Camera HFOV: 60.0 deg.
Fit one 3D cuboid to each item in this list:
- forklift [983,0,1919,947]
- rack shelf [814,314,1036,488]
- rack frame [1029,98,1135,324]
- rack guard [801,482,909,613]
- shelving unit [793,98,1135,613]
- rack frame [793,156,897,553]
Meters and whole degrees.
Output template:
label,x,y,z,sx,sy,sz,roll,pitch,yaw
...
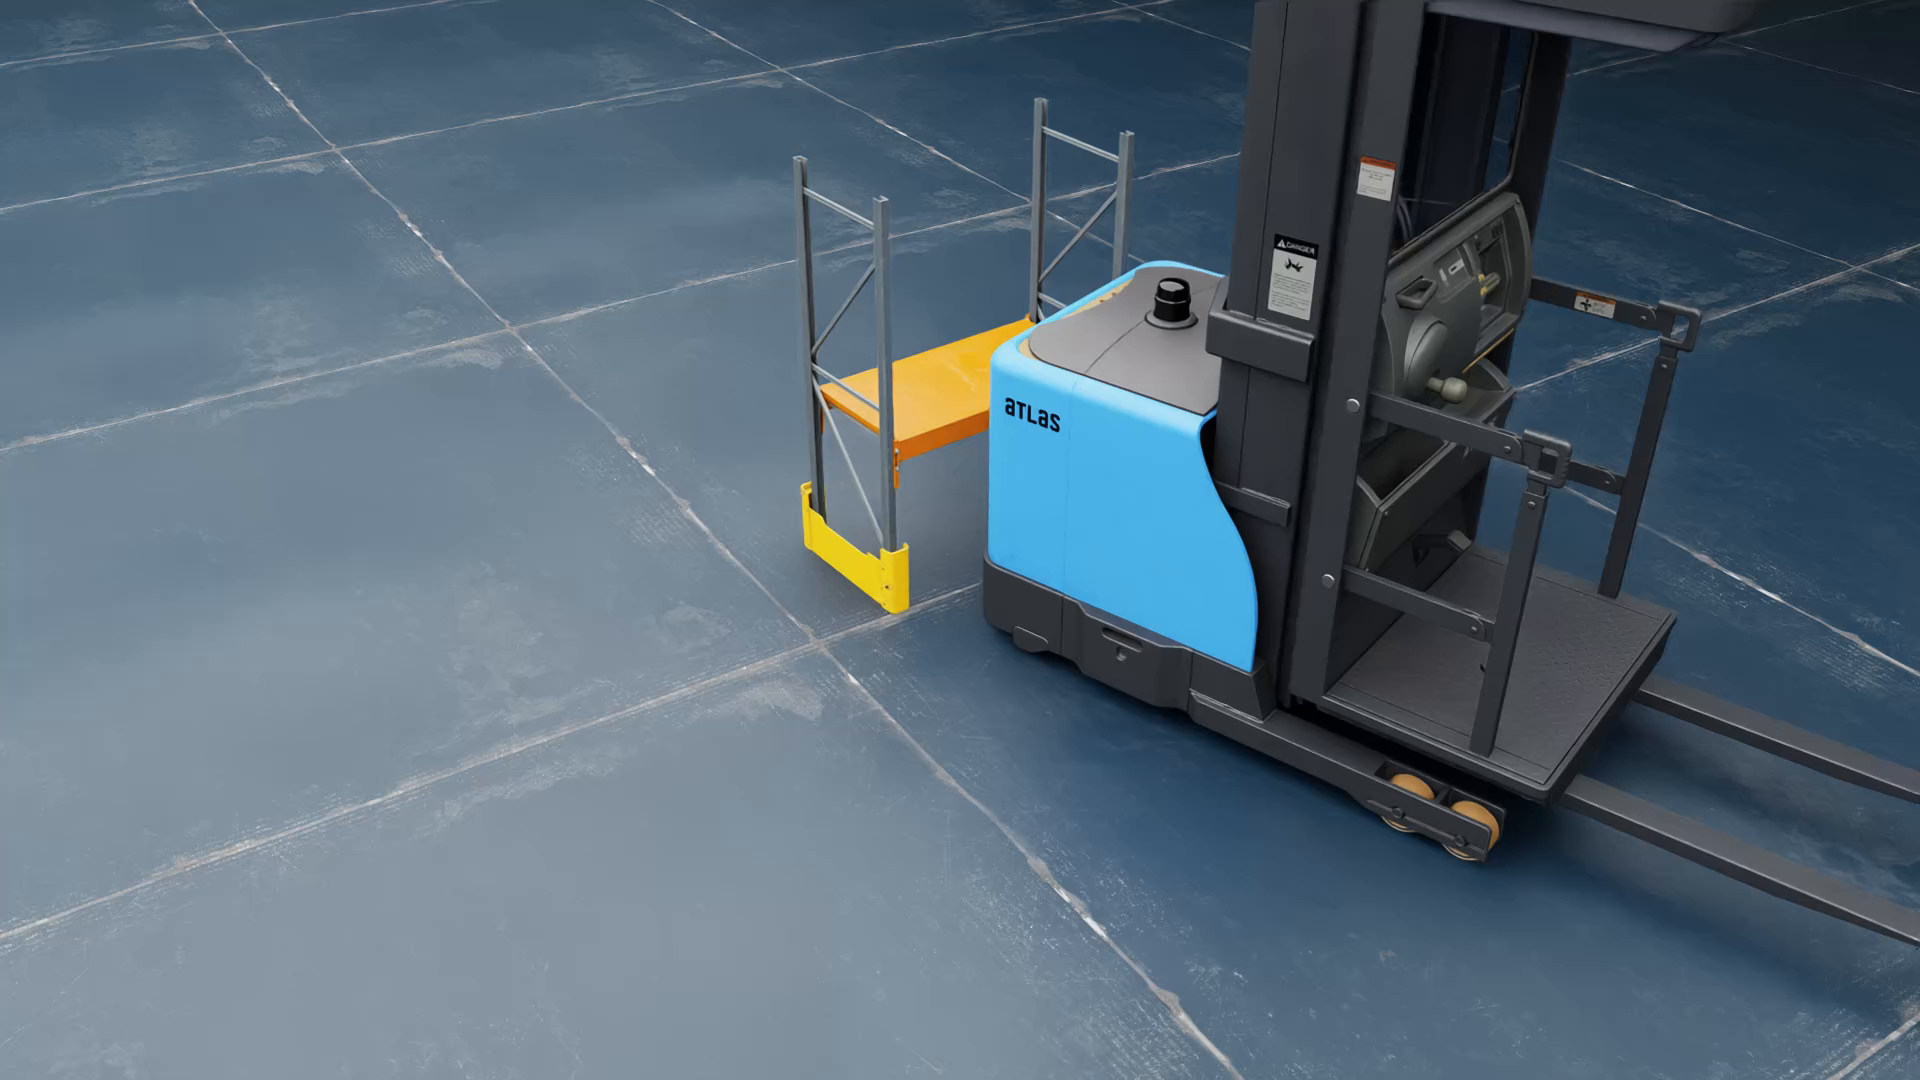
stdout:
label,x,y,z,sx,sy,sz,roll,pitch,yaw
forklift,1.550,-0.640,4.518,3.031,2.935,1.130,23,39,32
rack shelf,0.023,-0.521,6.008,1.000,0.185,0.538,-22,38,-31
rack frame,0.428,-0.838,6.172,0.032,1.500,0.500,-22,38,-31
rack guard,-0.381,0.019,5.986,0.087,0.250,0.587,-22,38,-31
shelving unit,0.016,-0.671,5.907,1.083,1.500,0.587,-22,38,-31
rack frame,-0.382,-0.509,5.652,0.032,1.500,0.500,-22,38,-31
